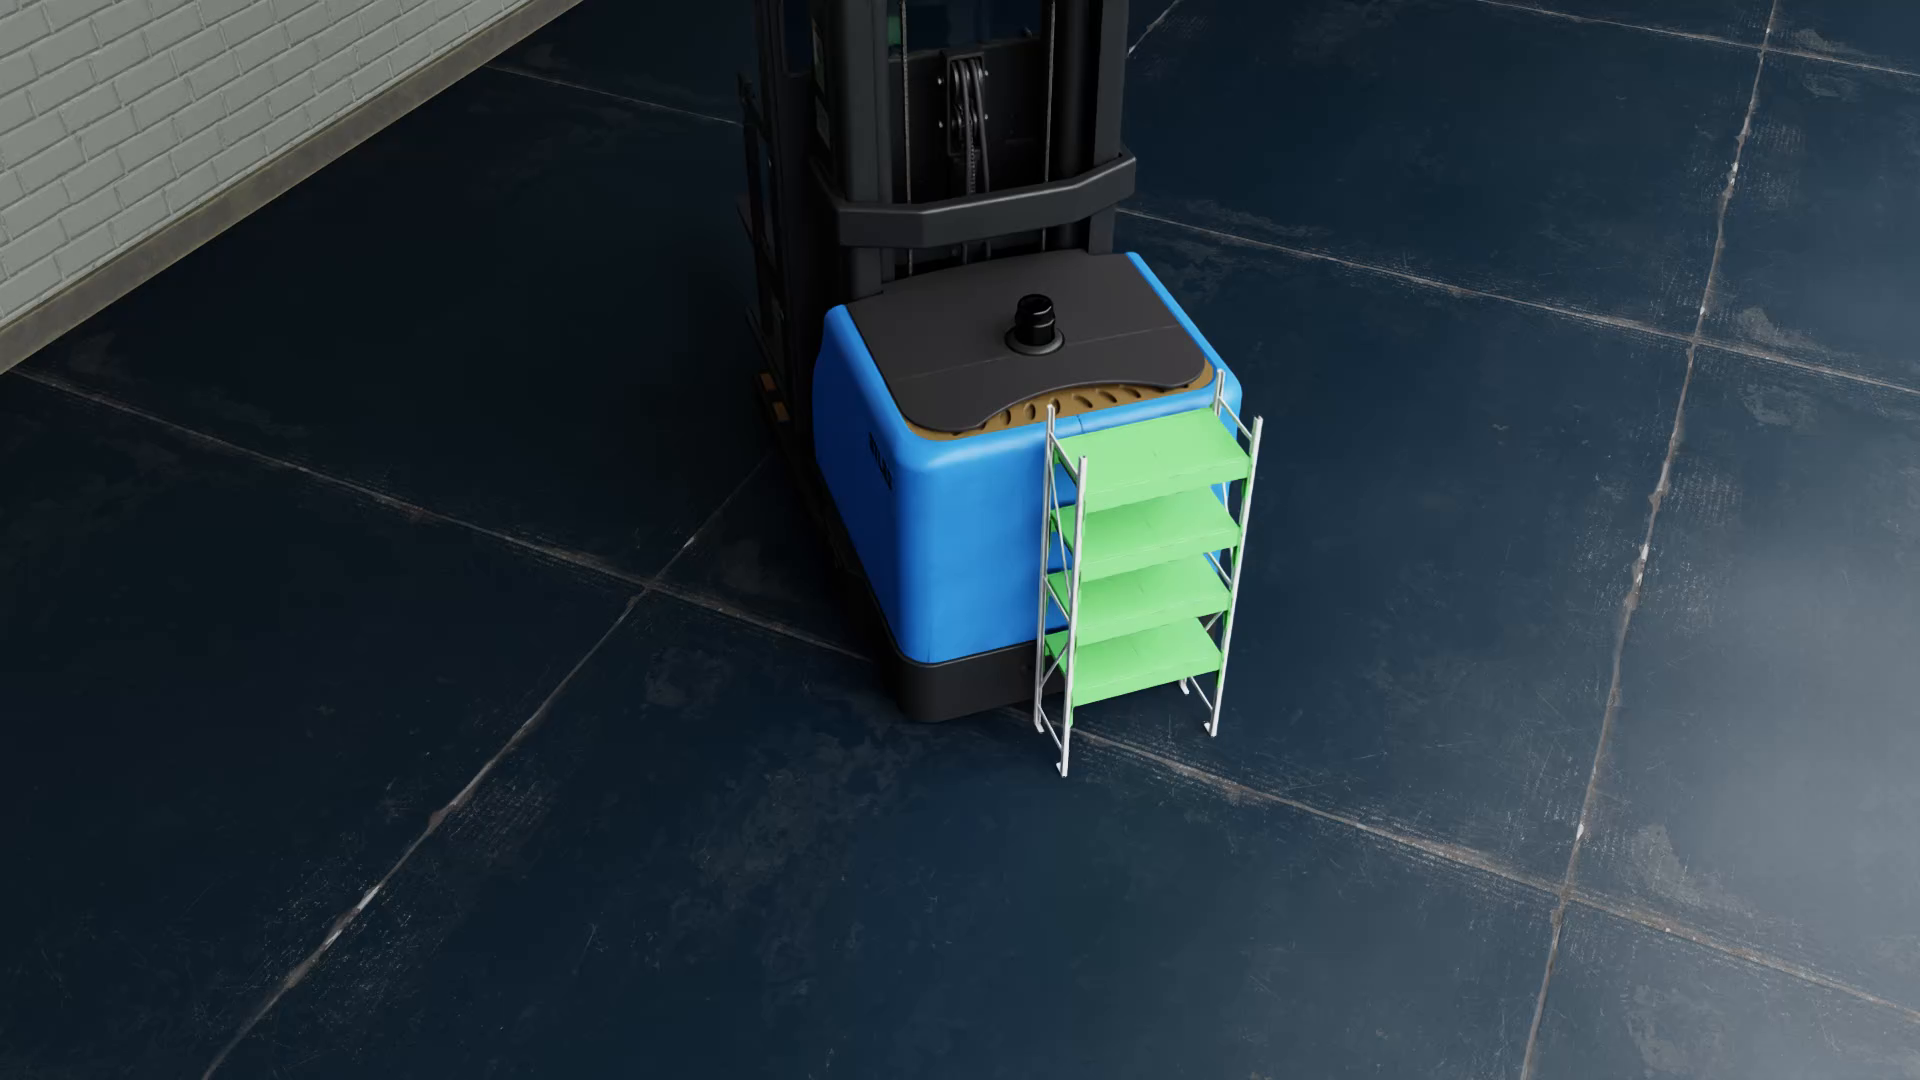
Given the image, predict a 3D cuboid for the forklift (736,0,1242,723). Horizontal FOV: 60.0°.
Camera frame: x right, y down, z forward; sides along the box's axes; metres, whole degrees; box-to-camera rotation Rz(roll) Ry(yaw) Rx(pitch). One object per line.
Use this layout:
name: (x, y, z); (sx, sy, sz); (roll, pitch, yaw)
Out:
forklift: (-0.147, -1.534, 5.281); (1.130, 2.935, 3.031); (-12, 42, -14)

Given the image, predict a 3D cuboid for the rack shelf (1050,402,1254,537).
rack shelf: (0.502, -0.190, 4.418); (0.480, 0.148, 0.258); (-13, 43, -14)

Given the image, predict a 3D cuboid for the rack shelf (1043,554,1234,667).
rack shelf: (0.502, 0.172, 4.733); (0.480, 0.148, 0.258); (-13, 43, -14)

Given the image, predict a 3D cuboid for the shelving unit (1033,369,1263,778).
shelving unit: (0.502, 0.124, 4.691); (0.503, 1.200, 0.258); (-13, 43, -14)

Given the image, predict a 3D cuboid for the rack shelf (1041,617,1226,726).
rack shelf: (0.502, 0.354, 4.890); (0.480, 0.148, 0.258); (-13, 43, -14)

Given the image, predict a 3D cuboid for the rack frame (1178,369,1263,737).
rack frame: (0.732, 0.071, 4.752); (0.015, 1.200, 0.240); (-13, 43, -14)

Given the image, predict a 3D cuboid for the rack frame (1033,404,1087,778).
rack frame: (0.272, 0.177, 4.630); (0.015, 1.200, 0.240); (-13, 43, -14)

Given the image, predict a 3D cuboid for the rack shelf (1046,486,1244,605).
rack shelf: (0.502, -0.009, 4.576); (0.480, 0.148, 0.258); (-13, 43, -14)
